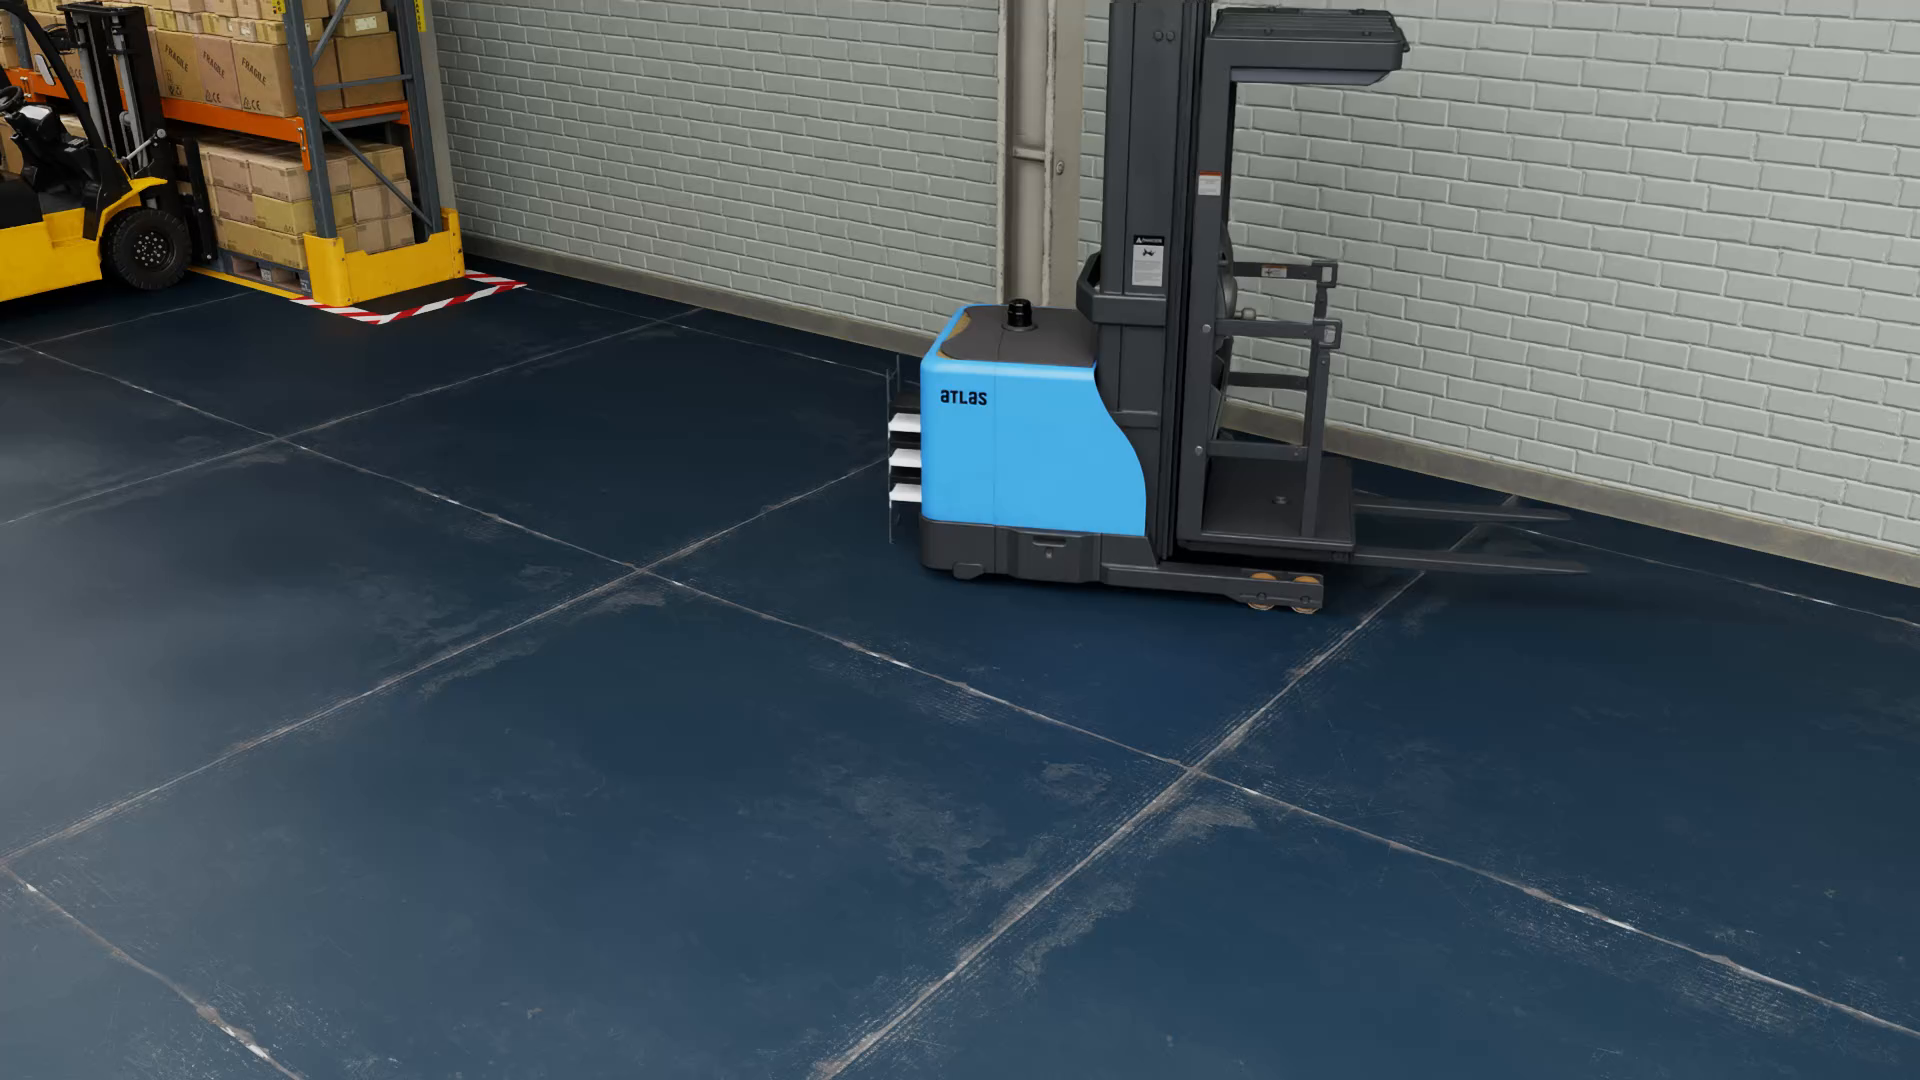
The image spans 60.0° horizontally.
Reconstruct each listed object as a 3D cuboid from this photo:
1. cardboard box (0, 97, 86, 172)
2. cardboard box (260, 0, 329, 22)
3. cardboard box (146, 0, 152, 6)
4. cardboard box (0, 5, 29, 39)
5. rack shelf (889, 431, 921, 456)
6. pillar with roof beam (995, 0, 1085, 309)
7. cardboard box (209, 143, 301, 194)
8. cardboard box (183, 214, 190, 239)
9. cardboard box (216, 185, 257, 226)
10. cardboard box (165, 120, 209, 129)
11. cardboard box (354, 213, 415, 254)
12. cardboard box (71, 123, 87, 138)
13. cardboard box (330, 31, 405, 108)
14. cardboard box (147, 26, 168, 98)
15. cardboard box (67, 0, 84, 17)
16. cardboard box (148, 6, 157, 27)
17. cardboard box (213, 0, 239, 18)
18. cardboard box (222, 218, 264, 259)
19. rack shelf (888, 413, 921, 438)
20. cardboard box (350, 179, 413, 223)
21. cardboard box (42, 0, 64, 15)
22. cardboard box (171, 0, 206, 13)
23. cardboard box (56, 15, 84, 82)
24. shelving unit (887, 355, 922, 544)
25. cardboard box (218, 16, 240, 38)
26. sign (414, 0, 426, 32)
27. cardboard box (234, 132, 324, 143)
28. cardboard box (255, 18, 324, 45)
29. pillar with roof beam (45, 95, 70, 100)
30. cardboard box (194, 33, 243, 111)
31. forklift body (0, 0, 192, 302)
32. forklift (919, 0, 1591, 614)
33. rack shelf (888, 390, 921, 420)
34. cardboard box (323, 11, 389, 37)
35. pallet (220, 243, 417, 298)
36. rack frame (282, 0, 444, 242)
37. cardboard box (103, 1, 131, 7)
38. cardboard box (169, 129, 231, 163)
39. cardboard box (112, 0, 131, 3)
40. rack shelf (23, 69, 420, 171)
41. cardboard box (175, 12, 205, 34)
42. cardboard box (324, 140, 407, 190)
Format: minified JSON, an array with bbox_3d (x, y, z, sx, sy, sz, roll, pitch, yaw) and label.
[{"bbox_3d":[-8.563,-3.677,15.299,0.625,0.625,0.875,16,29,33],"label":"cardboard box"},{"bbox_3d":[-4.735,-3.789,11.832,0.250,0.149,0.380,17,29,33],"label":"cardboard box"},{"bbox_3d":[-5.966,-4.158,12.669,0.250,0.149,0.380,17,29,34],"label":"cardboard box"},{"bbox_3d":[-8.069,-4.455,14.207,0.500,0.250,0.500,16,28,32],"label":"cardboard box"},{"bbox_3d":[-0.221,-0.484,8.091,0.200,0.077,0.258,4,24,10],"label":"rack shelf"},{"bbox_3d":[-2.119,-3.656,5.387,0.400,9.000,9.100,17,29,33],"label":"pillar with roof beam"},{"bbox_3d":[-5.290,-2.815,12.569,0.500,0.250,0.500,17,29,34],"label":"cardboard box"},{"bbox_3d":[-6.104,-2.603,13.326,0.500,0.250,0.500,18,29,35],"label":"cardboard box"},{"bbox_3d":[-5.294,-2.596,12.691,0.500,0.250,0.500,16,29,33],"label":"cardboard box"},{"bbox_3d":[-6.202,-3.349,13.781,0.500,0.250,0.500,17,29,34],"label":"cardboard box"},{"bbox_3d":[-4.598,-2.407,12.883,0.500,0.250,0.500,17,29,34],"label":"cardboard box"},{"bbox_3d":[-6.921,-3.305,13.680,0.500,0.250,0.500,17,29,33],"label":"cardboard box"},{"bbox_3d":[-4.552,-3.547,12.455,0.500,0.500,0.500,18,29,35],"label":"cardboard box"},{"bbox_3d":[-6.102,-3.742,12.898,0.500,0.500,0.500,17,29,34],"label":"cardboard box"},{"bbox_3d":[-6.839,-4.240,13.224,0.250,0.149,0.380,18,29,34],"label":"cardboard box"},{"bbox_3d":[-5.954,-4.019,12.724,0.250,0.149,0.380,17,29,33],"label":"cardboard box"},{"bbox_3d":[-5.177,-3.893,12.068,0.250,0.149,0.380,18,29,34],"label":"cardboard box"},{"bbox_3d":[-5.280,-2.360,12.776,0.500,0.250,0.500,17,29,33],"label":"cardboard box"},{"bbox_3d":[-0.221,-0.566,8.055,0.200,0.077,0.258,4,24,10],"label":"rack shelf"},{"bbox_3d":[-4.574,-2.635,12.779,0.500,0.250,0.500,17,29,34],"label":"cardboard box"},{"bbox_3d":[-7.217,-4.377,13.536,0.250,0.149,0.380,18,29,34],"label":"cardboard box"},{"bbox_3d":[-5.606,-4.004,12.321,0.250,0.149,0.380,18,29,35],"label":"cardboard box"},{"bbox_3d":[-6.898,-3.992,13.467,0.500,0.500,0.500,17,29,34],"label":"cardboard box"},{"bbox_3d":[-0.221,-0.432,8.114,0.210,0.900,0.258,4,24,10],"label":"shelving unit"},{"bbox_3d":[-5.161,-3.762,12.140,0.250,0.149,0.380,17,29,34],"label":"cardboard box"},{"bbox_3d":[-3.984,-3.902,12.213,0.005,0.325,0.100,17,29,33],"label":"sign"},{"bbox_3d":[-5.389,-3.104,13.225,0.500,0.250,0.500,17,29,33],"label":"cardboard box"},{"bbox_3d":[-4.768,-3.628,11.834,0.250,0.149,0.380,17,29,34],"label":"cardboard box"},{"bbox_3d":[-11.722,-6.558,11.973,0.400,9.000,9.100,17,29,33],"label":"pillar with roof beam"},{"bbox_3d":[-5.283,-3.500,12.349,0.500,0.500,0.500,18,29,35],"label":"cardboard box"},{"bbox_3d":[-6.934,-2.773,11.876,1.214,2.155,2.313,17,29,33],"label":"forklift body"},{"bbox_3d":[1.375,-1.242,7.434,3.031,2.935,1.130,4,24,10],"label":"forklift"},{"bbox_3d":[-0.221,-0.648,8.019,0.200,0.077,0.258,4,24,10],"label":"rack shelf"},{"bbox_3d":[-4.438,-3.800,12.225,0.250,0.149,0.380,16,28,32],"label":"cardboard box"},{"bbox_3d":[-4.959,-2.187,12.951,1.213,0.211,1.003,17,29,33],"label":"pallet"},{"bbox_3d":[-4.322,-3.292,12.000,0.127,3.000,1.000,17,29,33],"label":"rack frame"},{"bbox_3d":[-6.419,-4.121,12.953,0.250,0.149,0.380,16,28,32],"label":"cardboard box"},{"bbox_3d":[-6.100,-3.059,13.122,0.500,0.250,0.500,16,28,32],"label":"cardboard box"},{"bbox_3d":[-6.367,-4.279,12.943,0.250,0.149,0.380,17,29,33],"label":"cardboard box"},{"bbox_3d":[-5.922,-3.446,13.243,4.000,0.370,1.077,17,29,33],"label":"rack shelf"},{"bbox_3d":[-5.594,-3.875,12.397,0.250,0.149,0.380,16,28,32],"label":"cardboard box"},{"bbox_3d":[-4.593,-2.860,12.671,0.500,0.250,0.500,16,29,33],"label":"cardboard box"}]
